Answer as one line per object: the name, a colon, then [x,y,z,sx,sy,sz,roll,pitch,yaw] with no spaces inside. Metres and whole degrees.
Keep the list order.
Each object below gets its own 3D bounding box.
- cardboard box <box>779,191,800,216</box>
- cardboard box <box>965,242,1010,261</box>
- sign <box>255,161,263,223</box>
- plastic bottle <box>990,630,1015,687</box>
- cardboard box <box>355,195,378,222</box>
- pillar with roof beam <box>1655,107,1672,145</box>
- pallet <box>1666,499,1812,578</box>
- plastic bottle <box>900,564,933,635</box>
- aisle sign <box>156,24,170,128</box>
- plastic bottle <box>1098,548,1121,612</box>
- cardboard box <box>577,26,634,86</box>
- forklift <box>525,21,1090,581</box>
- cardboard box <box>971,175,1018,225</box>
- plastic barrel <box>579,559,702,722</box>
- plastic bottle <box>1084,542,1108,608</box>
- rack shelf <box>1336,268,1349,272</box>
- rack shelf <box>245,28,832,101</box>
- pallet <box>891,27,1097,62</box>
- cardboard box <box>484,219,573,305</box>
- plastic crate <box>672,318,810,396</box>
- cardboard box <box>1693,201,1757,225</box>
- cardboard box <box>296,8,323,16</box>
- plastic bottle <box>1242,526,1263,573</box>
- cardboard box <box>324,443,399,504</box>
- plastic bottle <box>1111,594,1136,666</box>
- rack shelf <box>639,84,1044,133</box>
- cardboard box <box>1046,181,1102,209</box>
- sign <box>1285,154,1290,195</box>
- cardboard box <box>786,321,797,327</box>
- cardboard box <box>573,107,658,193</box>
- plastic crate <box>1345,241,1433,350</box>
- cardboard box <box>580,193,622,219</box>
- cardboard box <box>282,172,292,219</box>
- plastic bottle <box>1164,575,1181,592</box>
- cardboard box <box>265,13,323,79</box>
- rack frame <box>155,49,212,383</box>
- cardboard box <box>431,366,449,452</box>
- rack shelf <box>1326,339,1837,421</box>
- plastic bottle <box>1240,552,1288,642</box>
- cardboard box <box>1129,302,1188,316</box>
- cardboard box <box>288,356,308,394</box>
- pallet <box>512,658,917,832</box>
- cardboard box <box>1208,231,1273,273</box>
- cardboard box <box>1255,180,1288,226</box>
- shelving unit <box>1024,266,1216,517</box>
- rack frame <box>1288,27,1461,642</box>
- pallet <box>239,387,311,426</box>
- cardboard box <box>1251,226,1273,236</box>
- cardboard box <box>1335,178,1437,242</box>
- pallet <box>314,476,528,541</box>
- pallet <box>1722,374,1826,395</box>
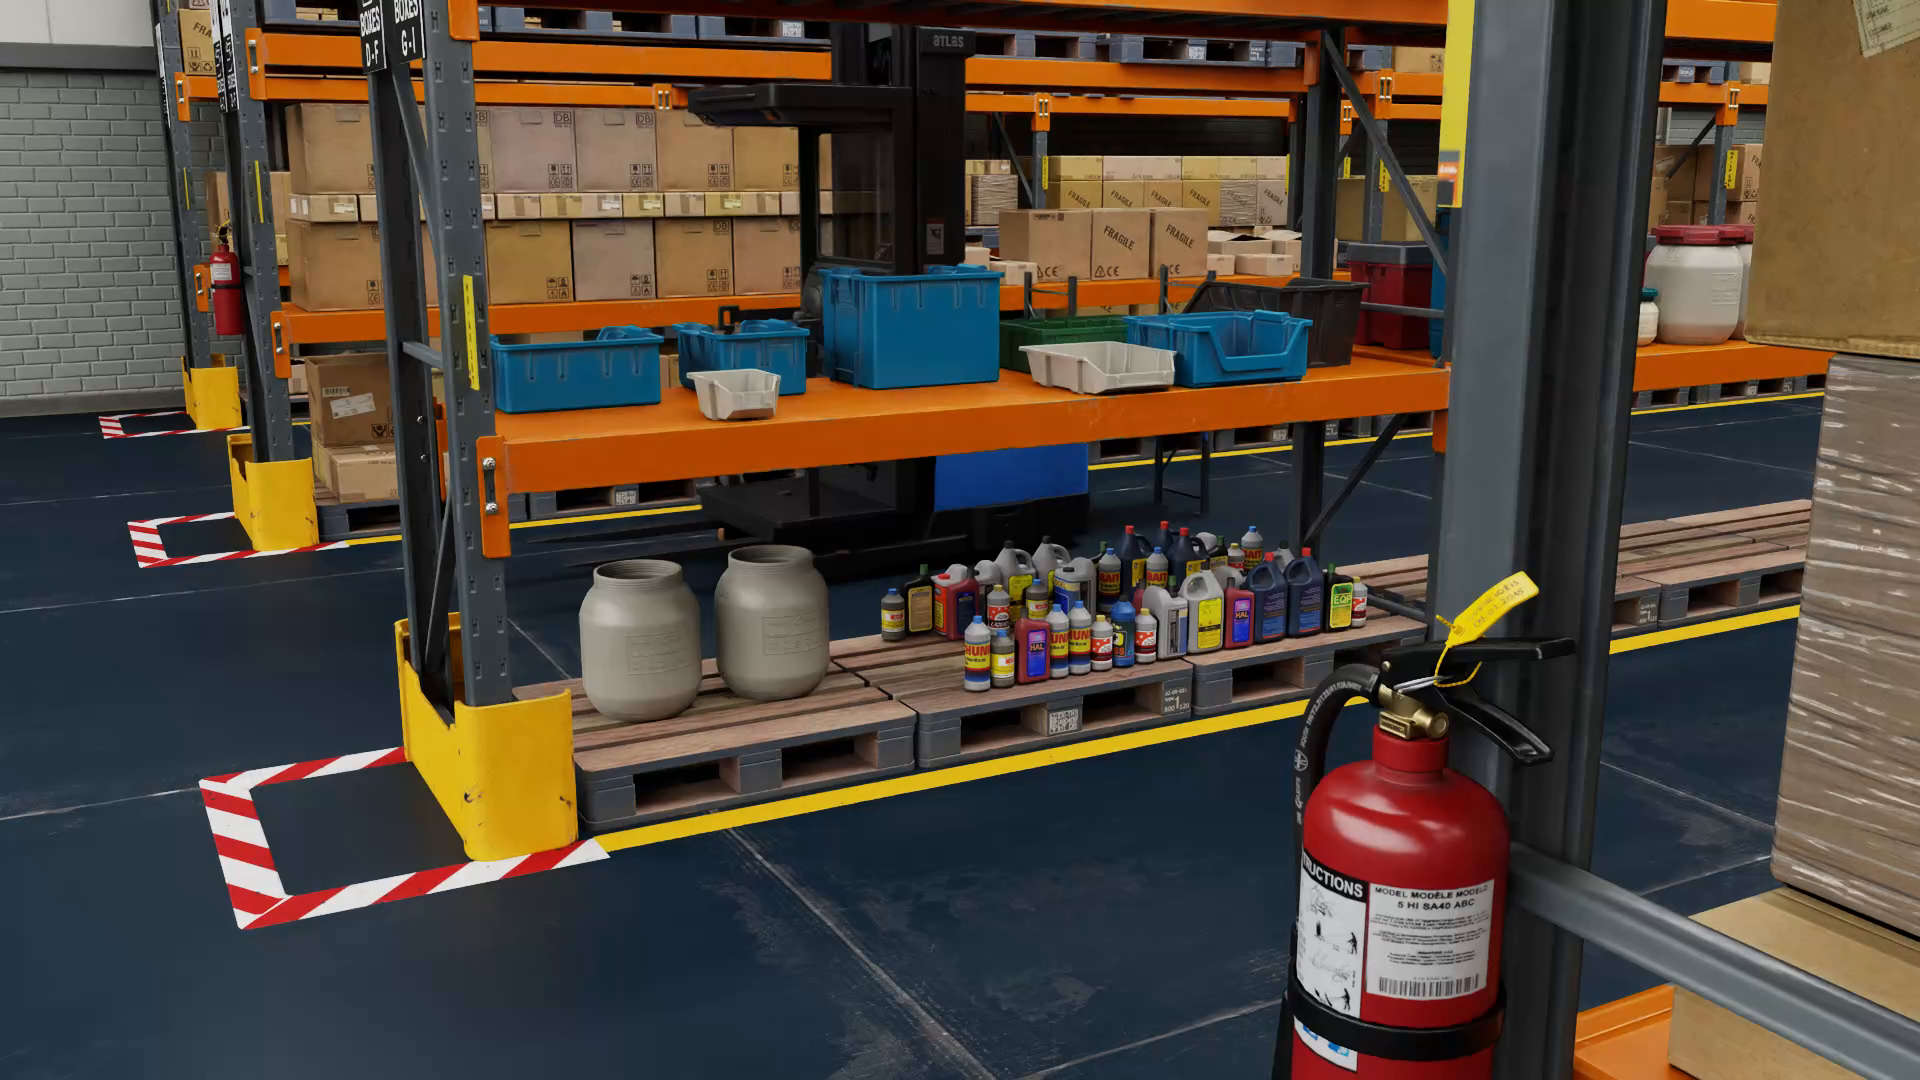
cardboard box: [-1.118,-2.189,10.801,0.250,0.149,0.380,-7,15,-30]
cardboard box: [0.149,-2.010,12.015,0.258,0.266,0.396,-7,15,-29]
sign: [-3.785,-1.880,8.981,0.005,0.325,0.100,-7,14,-28]
plastic bottle: [0.156,0.437,6.207,0.097,0.201,0.097,0,13,0]
cardboard box: [-3.368,-1.920,9.605,0.250,0.149,0.380,-7,15,-29]
pillar with roof beam: [11.639,-6.712,18.940,0.400,9.000,9.100,-7,14,-28]
pallet: [4.647,0.021,9.036,1.213,0.211,1.003,-7,14,-28]
plastic bottle: [-0.180,0.245,6.873,0.133,0.283,0.061,-6,14,-26]
aisle sign: [-6.342,-3.684,13.227,0.004,0.787,0.394,-7,14,-28]
plastic bottle: [0.651,0.171,7.229,0.097,0.271,0.097,0,13,0]
cardboard box: [-3.239,-4.323,14.881,0.500,0.500,0.500,-6,14,-26]
forklift: [-0.785,-1.324,8.818,3.031,2.935,1.130,-8,15,-31]
cardboard box: [0.191,-3.535,17.255,0.500,0.500,0.700,-9,15,-34]
plastic barrel: [-1.135,0.353,5.919,0.421,0.512,0.421,0,13,0]
plastic bottle: [0.597,0.152,7.287,0.133,0.283,0.061,-6,14,-25]
rack shelf: [4.731,-2.228,14.316,4.000,0.370,1.077,-7,14,-28]
rack shelf: [-2.291,-2.850,10.247,4.000,0.370,1.077,-7,14,-28]
pallet: [0.233,-3.413,11.547,1.217,0.209,0.805,-8,15,-30]
cardboard box: [-2.733,-1.730,10.236,0.500,0.500,0.700,-7,14,-27]
plastic crate: [-0.807,-0.677,6.124,0.408,0.251,0.499,-7,14,-28]
cardboard box: [7.065,-2.839,15.166,0.500,0.500,0.500,-6,14,-26]
cardboard box: [-5.504,-4.528,13.514,0.500,0.500,0.500,-7,14,-29]
plastic bottle: [1.345,0.073,7.667,0.097,0.271,0.097,0,13,0]
cardboard box: [-3.469,-0.404,9.878,0.500,0.250,0.500,-7,14,-28]
plastic bottle: [0.631,0.346,6.453,0.097,0.271,0.097,0,13,0]
rack shelf: [-1.156,-4.225,16.357,4.000,0.370,1.077,-7,14,-28]
cardboard box: [1.148,-3.528,17.504,0.500,0.500,0.500,-6,14,-26]
sign: [2.708,-2.998,13.644,0.005,0.325,0.100,-7,14,-28]
cardboard box: [-1.844,-2.042,16.542,0.500,0.500,0.700,-7,15,-29]
cardboard box: [-2.243,-2.423,10.362,0.500,0.500,0.700,-7,14,-28]
plastic crate: [2.113,-1.134,7.670,0.583,0.464,0.402,-7,14,-28]
cardboard box: [-2.249,-2.054,10.197,0.250,0.149,0.380,-7,14,-27]
cardboard box: [-5.421,-2.826,13.923,0.500,0.500,0.500,-7,14,-28]
plastic bottle: [0.884,0.278,6.726,0.133,0.283,0.061,-7,14,-28]
cardboard box: [-5.521,-4.040,13.623,0.500,0.500,0.500,-6,14,-24]
rack frame: [-6.423,-2.481,13.803,0.127,3.000,1.000,-7,14,-28]
cardboard box: [-3.031,-0.823,10.032,0.500,0.500,0.500,-7,14,-28]
rack shelf: [3.590,-0.852,8.203,4.000,0.370,1.077,-7,14,-28]
plastic bottle: [1.239,0.228,6.794,0.185,0.351,0.144,-8,15,-31]
cardboard box: [2.079,-2.622,18.368,0.750,0.750,0.750,-7,14,-28]
cardboard box: [-5.772,-1.440,14.296,0.500,0.311,0.500,-9,15,-34]
pallet: [-0.916,0.687,6.076,1.213,0.211,1.003,-7,14,-28]
cardboard box: [2.098,-2.268,13.060,0.500,0.311,0.500,-7,14,-29]
cardboard box: [3.383,-3.795,18.688,0.500,0.500,0.500,-7,14,-27]
shelving unit: [0.954,-0.866,10.041,1.048,1.500,0.538,-8,15,-31]
rack frame: [1.835,-0.993,7.189,0.127,3.000,1.000,-7,14,-28]
pallet: [-5.626,-1.207,14.494,1.213,0.211,1.003,-7,14,-28]
cardboard box: [3.286,-3.452,18.643,0.250,0.149,0.380,-7,14,-28]
cardboard box: [3.475,-2.710,13.636,0.700,0.500,0.500,11,17,41]
pallet: [-3.395,-0.255,10.262,1.213,0.211,1.003,-7,14,-28]
pallet: [8.162,-1.630,16.373,1.213,0.211,1.003,-7,14,-28]
